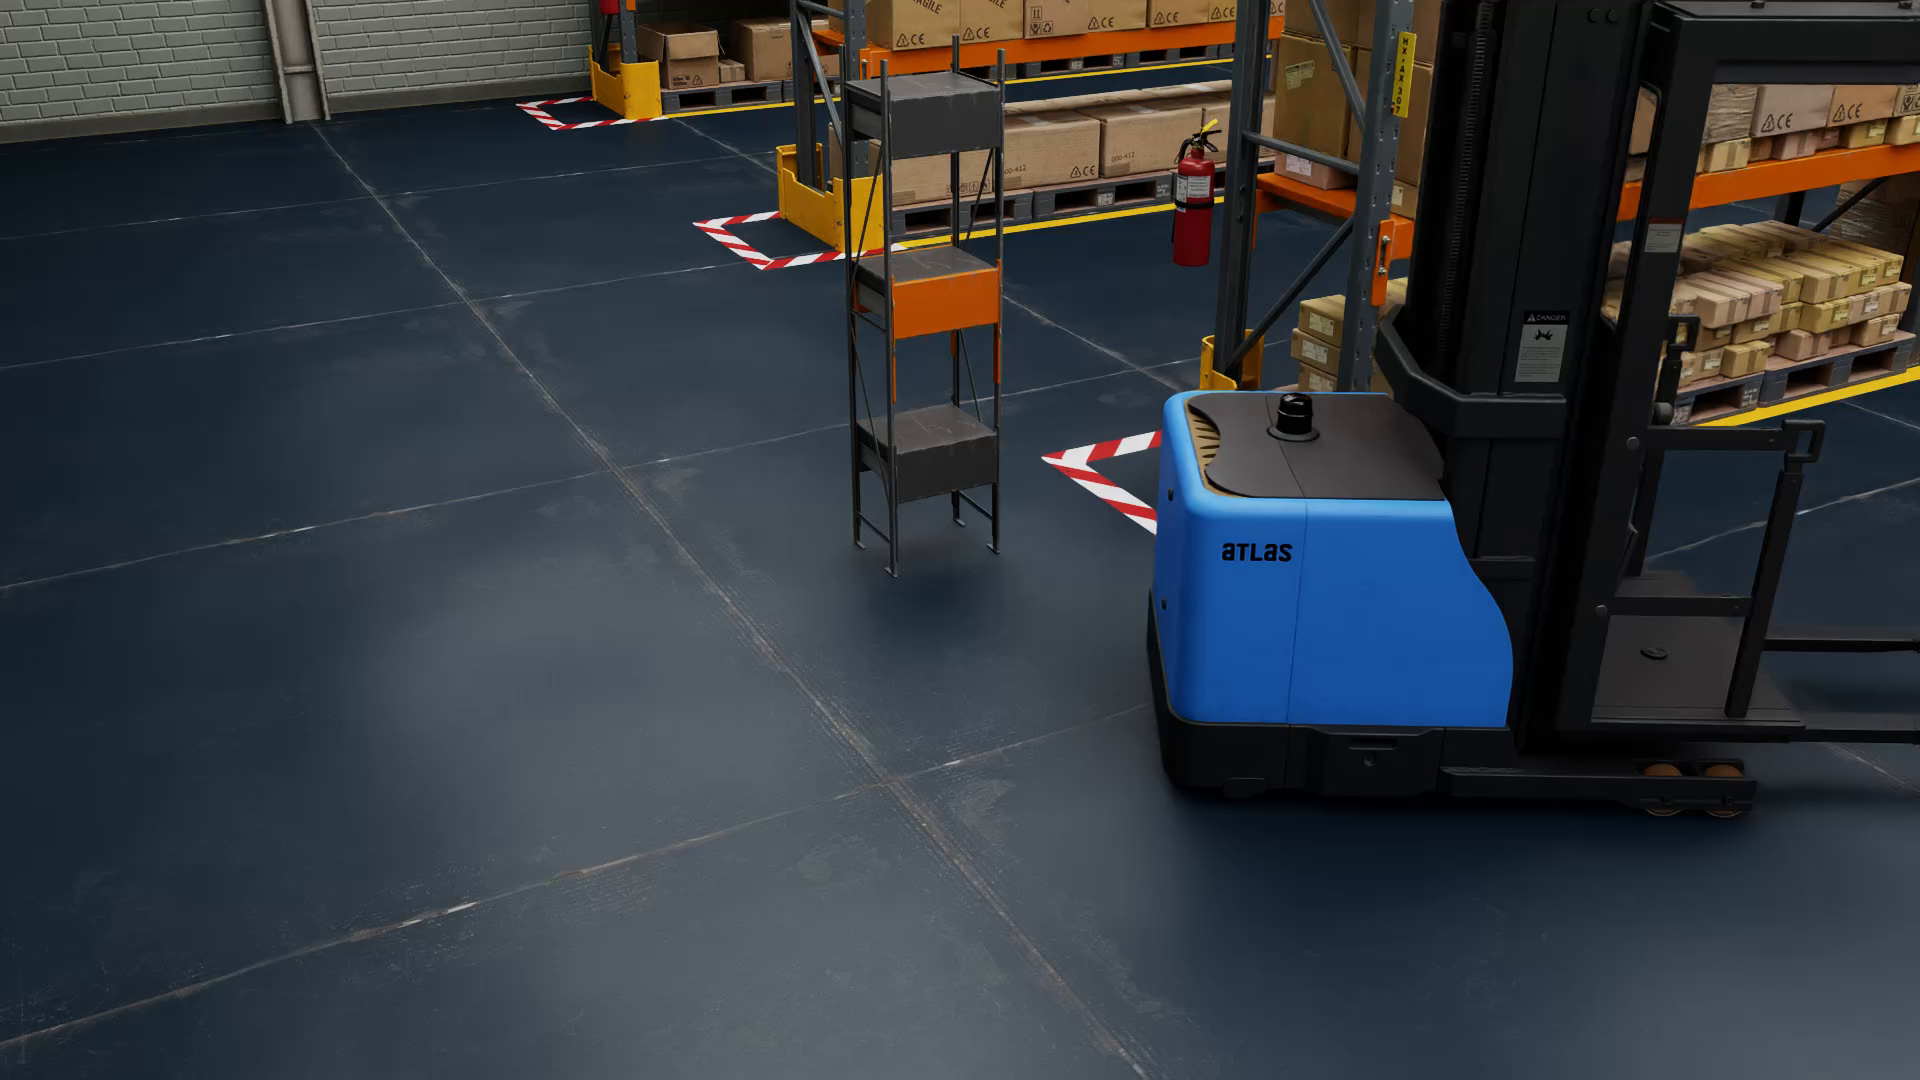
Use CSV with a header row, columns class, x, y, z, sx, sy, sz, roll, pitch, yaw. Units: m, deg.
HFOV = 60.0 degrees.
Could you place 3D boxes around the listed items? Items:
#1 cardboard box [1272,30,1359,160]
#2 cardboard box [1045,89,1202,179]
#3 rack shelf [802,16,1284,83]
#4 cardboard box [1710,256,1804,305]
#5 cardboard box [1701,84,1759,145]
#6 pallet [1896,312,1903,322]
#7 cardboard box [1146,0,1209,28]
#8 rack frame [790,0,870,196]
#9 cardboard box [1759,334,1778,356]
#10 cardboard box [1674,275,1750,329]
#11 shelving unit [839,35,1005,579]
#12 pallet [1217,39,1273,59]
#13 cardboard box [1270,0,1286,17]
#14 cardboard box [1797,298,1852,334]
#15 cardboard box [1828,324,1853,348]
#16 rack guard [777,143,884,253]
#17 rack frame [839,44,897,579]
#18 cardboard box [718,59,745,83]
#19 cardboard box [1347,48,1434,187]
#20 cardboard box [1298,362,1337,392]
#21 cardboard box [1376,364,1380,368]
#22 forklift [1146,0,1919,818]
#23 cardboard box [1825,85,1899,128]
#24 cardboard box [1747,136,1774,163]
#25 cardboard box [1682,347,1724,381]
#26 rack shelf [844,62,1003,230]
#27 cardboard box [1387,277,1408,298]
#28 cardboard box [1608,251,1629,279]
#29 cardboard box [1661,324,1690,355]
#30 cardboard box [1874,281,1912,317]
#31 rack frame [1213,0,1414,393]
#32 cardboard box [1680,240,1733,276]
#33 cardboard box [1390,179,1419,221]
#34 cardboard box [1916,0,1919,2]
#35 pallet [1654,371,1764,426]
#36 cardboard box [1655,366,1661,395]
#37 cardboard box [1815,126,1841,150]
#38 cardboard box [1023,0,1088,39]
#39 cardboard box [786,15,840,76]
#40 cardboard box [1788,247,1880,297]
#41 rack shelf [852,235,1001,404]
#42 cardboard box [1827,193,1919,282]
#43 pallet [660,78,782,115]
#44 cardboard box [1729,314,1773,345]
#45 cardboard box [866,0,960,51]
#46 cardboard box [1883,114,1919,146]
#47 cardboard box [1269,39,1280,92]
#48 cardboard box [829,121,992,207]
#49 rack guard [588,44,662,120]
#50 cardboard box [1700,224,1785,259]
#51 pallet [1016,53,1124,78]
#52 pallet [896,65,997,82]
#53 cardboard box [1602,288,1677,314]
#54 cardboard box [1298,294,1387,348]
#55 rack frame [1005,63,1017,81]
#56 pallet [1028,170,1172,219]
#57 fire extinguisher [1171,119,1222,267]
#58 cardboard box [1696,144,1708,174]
class,x,y,z,sx,sy,sz,roll,pitch,yaw
cardboard box,1.797,-2.054,7.603,0.500,0.500,0.500,-12,28,-24
cardboard box,1.238,-3.134,12.787,0.875,0.438,0.875,-14,29,-27
rack shelf,0.868,-3.638,12.192,4.000,0.370,1.077,-13,29,-25
cardboard box,4.171,-1.356,8.731,0.250,0.149,0.380,-12,28,-23
cardboard box,3.393,-2.170,7.844,0.500,0.500,0.500,-14,29,-26
pallet,5.737,-1.402,9.925,1.213,0.211,1.003,-13,29,-25
cardboard box,1.455,-4.008,12.016,0.500,0.500,0.500,-13,29,-26
rack frame,-0.897,-3.555,11.188,0.127,3.000,1.000,-13,29,-25
cardboard box,4.104,-1.087,8.857,0.250,0.149,0.380,-14,29,-26
cardboard box,3.743,-1.206,8.418,0.250,0.149,0.380,-14,29,-27
shelving unit,-0.146,-0.913,6.725,0.503,2.100,0.431,-13,29,-25
pallet,3.146,-5.684,18.845,1.213,0.211,1.003,-13,29,-25
cardboard box,2.344,-4.222,12.463,0.500,0.500,0.500,-13,28,-25
cardboard box,4.462,-1.231,8.813,0.250,0.149,0.380,-14,29,-27
cardboard box,4.597,-1.173,9.036,0.250,0.149,0.380,-12,28,-24
rack guard,-0.918,-2.423,11.719,0.348,0.500,1.175,-13,29,-25
rack frame,-0.361,-0.863,6.622,0.015,2.100,0.400,-13,29,-25
cardboard box,-2.258,-4.514,15.994,0.250,0.149,0.380,-14,29,-27
cardboard box,2.048,-1.850,7.178,0.500,0.500,0.500,-12,28,-23
cardboard box,1.888,-0.776,8.209,0.250,0.149,0.380,-12,28,-24
cardboard box,2.144,-0.834,7.643,0.250,0.149,0.380,-14,29,-27
forklift,2.203,-0.659,5.236,3.031,2.935,1.130,1,26,2
cardboard box,4.298,-2.367,8.255,0.500,0.500,0.500,-14,29,-26
cardboard box,3.755,-1.972,8.181,0.250,0.149,0.380,-13,29,-26
cardboard box,3.690,-0.955,8.583,0.250,0.149,0.380,-12,28,-24
rack shelf,-0.146,-1.532,6.428,0.480,0.518,0.431,-13,29,-25
cardboard box,2.287,-1.192,8.389,0.250,0.149,0.380,-14,29,-26
cardboard box,3.495,-1.408,8.837,0.250,0.149,0.380,-14,29,-27
cardboard box,3.477,-1.073,8.484,0.250,0.149,0.380,-12,28,-23
cardboard box,4.923,-1.352,9.066,0.250,0.149,0.380,-12,28,-24
rack frame,1.522,-1.685,7.294,0.127,3.000,1.000,-13,29,-25
cardboard box,3.959,-1.515,9.062,0.250,0.149,0.380,-14,29,-26
cardboard box,1.962,-1.512,7.225,0.250,0.149,0.380,-13,29,-26
cardboard box,4.310,-2.823,8.050,0.500,0.500,0.500,-14,29,-27
pallet,3.397,-0.842,8.760,1.213,0.211,1.003,-13,29,-25
cardboard box,3.261,-0.827,8.316,0.250,0.149,0.380,-15,29,-28
cardboard box,4.209,-2.087,8.421,0.250,0.149,0.380,-14,29,-27
cardboard box,0.552,-3.798,11.580,0.500,0.500,0.500,-13,29,-25
cardboard box,-1.366,-4.829,16.246,0.500,0.500,0.500,-12,28,-24
cardboard box,4.653,-1.433,8.890,0.250,0.149,0.380,-13,28,-24
rack shelf,-0.146,-0.901,6.731,0.480,0.518,0.431,-13,29,-25
cardboard box,5.586,-1.809,9.955,0.500,0.500,0.500,-14,29,-26
pallet,-2.466,-4.371,16.110,1.213,0.211,1.003,-13,29,-25
cardboard box,3.979,-1.158,8.661,0.250,0.149,0.380,-12,28,-24
cardboard box,-0.338,-3.588,11.142,0.500,0.500,0.500,-13,29,-25
cardboard box,4.733,-2.145,8.542,0.250,0.149,0.380,-14,29,-26
cardboard box,3.142,-3.758,13.581,0.875,0.875,0.875,-12,28,-24
cardboard box,-0.362,-2.762,12.011,0.875,0.438,0.875,-14,29,-27
rack guard,-3.169,-4.338,15.708,0.348,0.500,1.175,-13,29,-25
cardboard box,4.379,-1.647,9.337,0.250,0.149,0.380,-12,28,-23
pallet,0.993,-5.187,17.810,1.213,0.211,1.003,-13,29,-25
pallet,-0.313,-4.868,17.145,1.213,0.211,1.003,-13,29,-25
cardboard box,3.296,-1.110,8.217,0.250,0.149,0.380,-13,28,-24
cardboard box,1.869,-1.062,8.117,0.250,0.149,0.380,-13,28,-25
rack frame,0.294,-6.264,16.832,0.127,3.000,1.000,-13,29,-25
pallet,0.847,-2.737,12.707,1.213,0.211,1.003,-13,29,-25
fire extinguisher,1.082,-1.607,7.651,0.183,0.674,0.296,-13,29,-25
cardboard box,3.314,-1.850,7.927,0.250,0.149,0.380,-12,28,-23
